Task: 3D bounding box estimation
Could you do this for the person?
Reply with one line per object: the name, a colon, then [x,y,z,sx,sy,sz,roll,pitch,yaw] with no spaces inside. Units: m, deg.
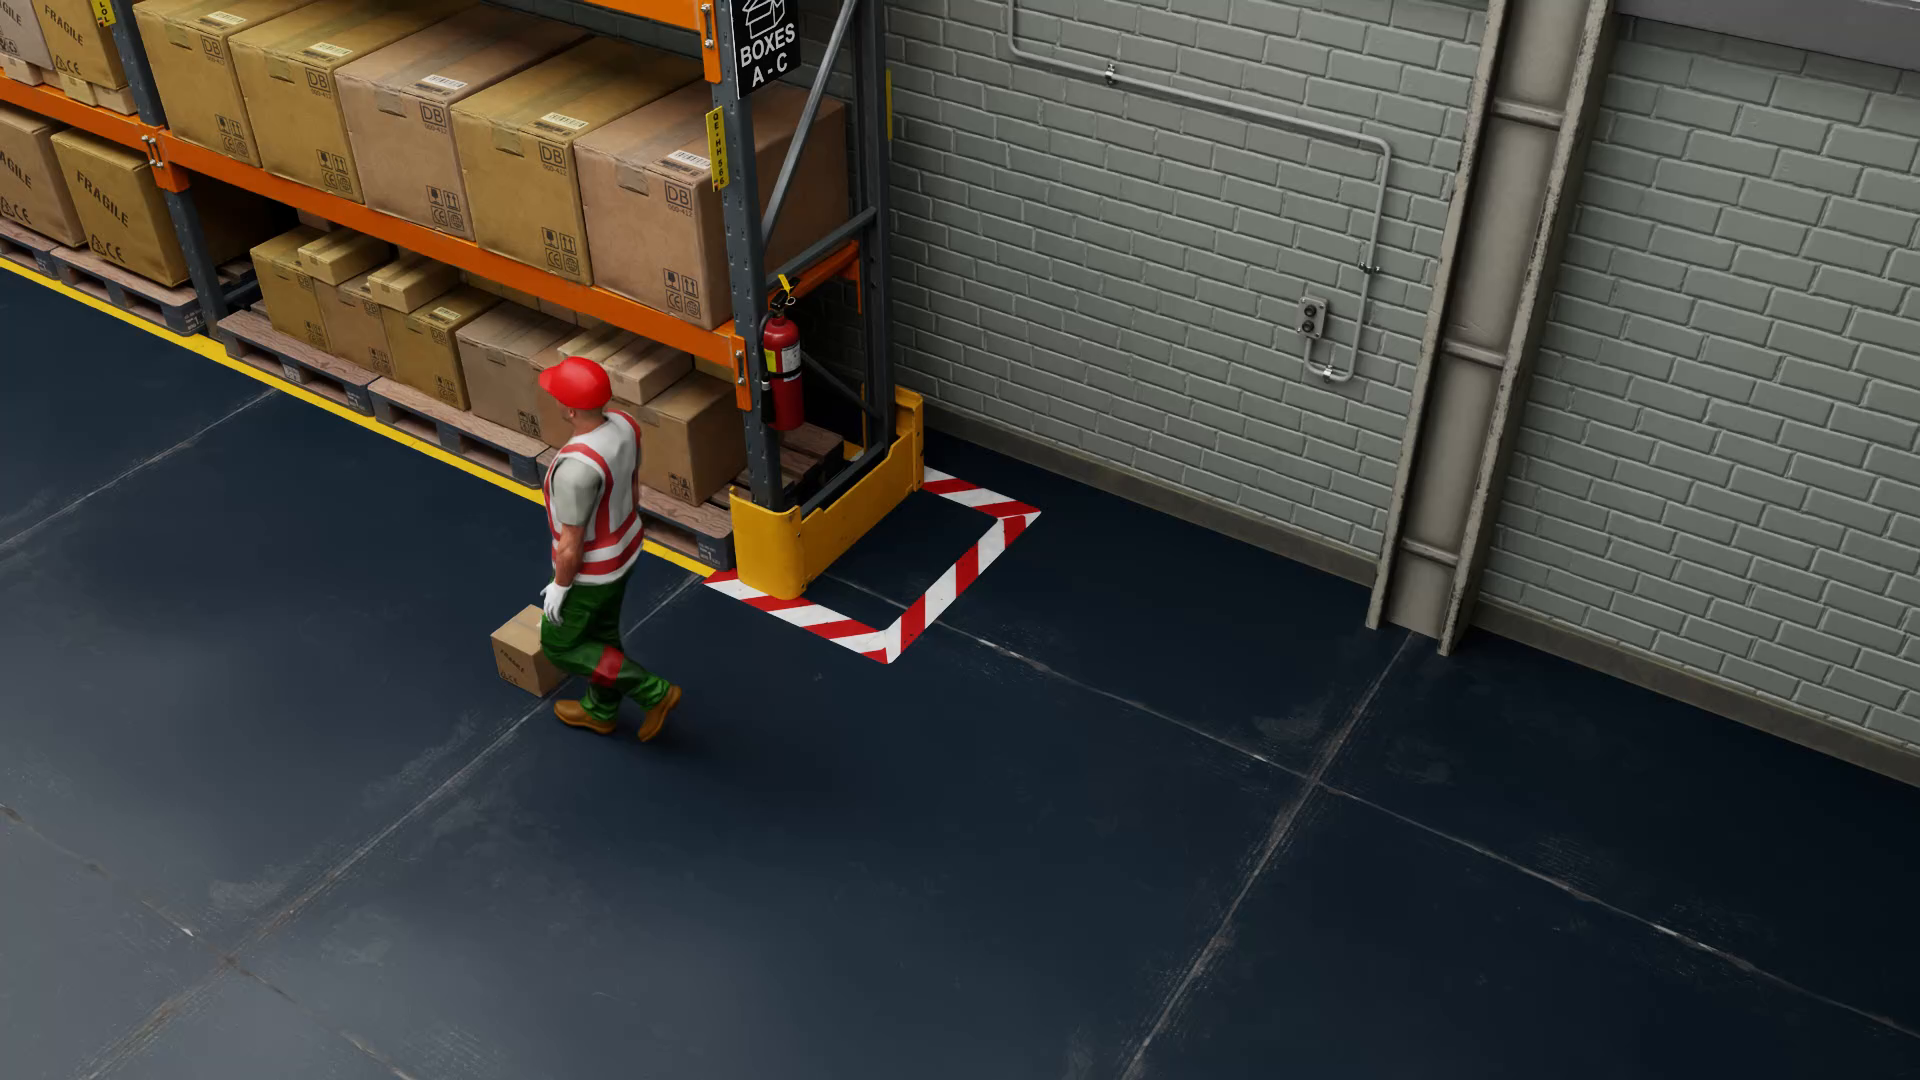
person: [-1.419,0.082,6.546,0.656,1.785,0.608,10,39,12]
